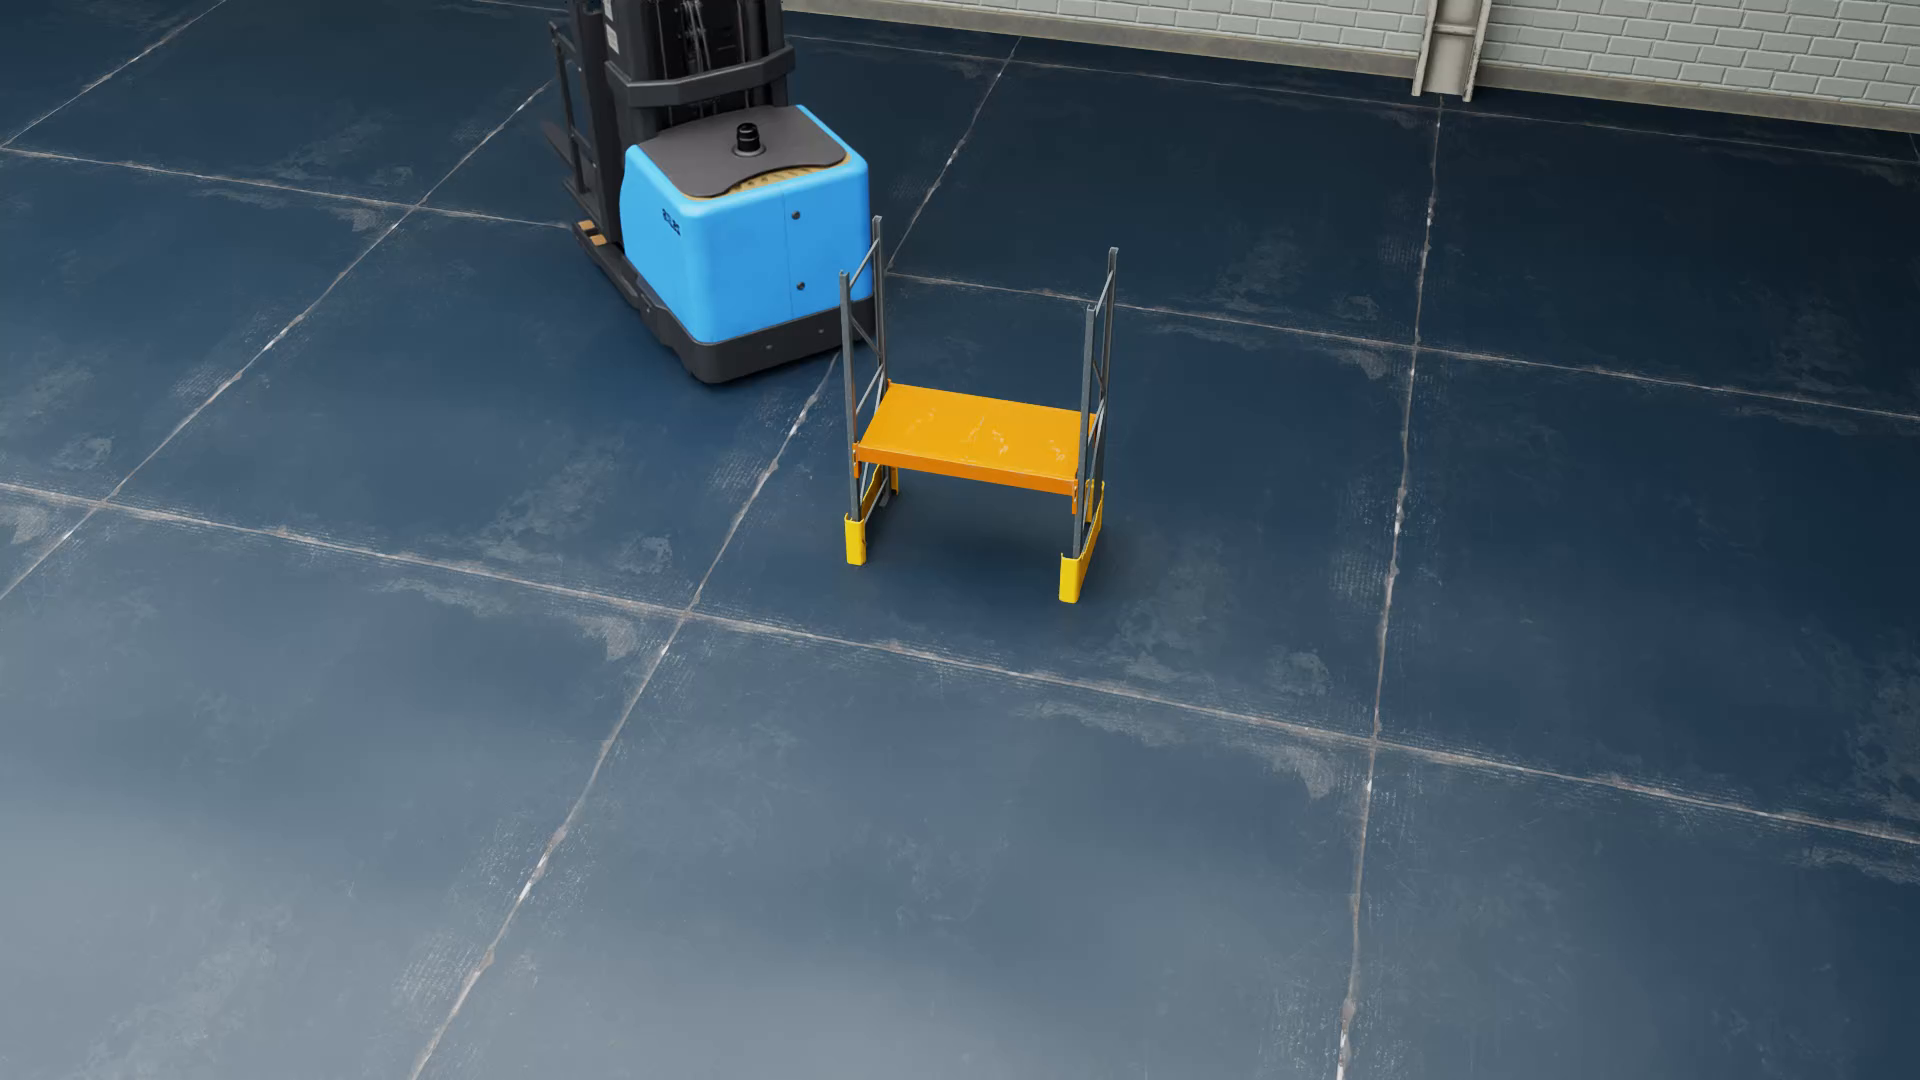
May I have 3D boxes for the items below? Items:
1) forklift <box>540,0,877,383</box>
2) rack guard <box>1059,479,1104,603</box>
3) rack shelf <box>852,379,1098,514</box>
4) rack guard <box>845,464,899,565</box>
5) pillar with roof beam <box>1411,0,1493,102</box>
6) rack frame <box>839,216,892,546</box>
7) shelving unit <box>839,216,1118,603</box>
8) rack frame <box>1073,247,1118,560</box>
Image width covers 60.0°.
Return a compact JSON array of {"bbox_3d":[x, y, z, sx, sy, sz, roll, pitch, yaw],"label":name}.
[{"bbox_3d":[-1.621,-2.864,8.881,1.130,2.935,3.031,-20,44,-23],"label":"forklift"},{"bbox_3d":[0.555,0.000,7.556,0.087,0.250,0.587,10,41,11],"label":"rack guard"},{"bbox_3d":[0.082,-0.422,7.366,1.000,0.185,0.538,10,41,11],"label":"rack shelf"},{"bbox_3d":[-0.407,-0.166,7.753,0.087,0.250,0.587,10,41,11],"label":"rack guard"},{"bbox_3d":[2.207,-3.875,5.367,0.400,9.000,9.100,10,41,11],"label":"pillar with roof beam"},{"bbox_3d":[-0.409,-0.645,7.351,0.032,1.500,0.500,10,41,11],"label":"rack frame"},{"bbox_3d":[0.074,-0.562,7.253,1.083,1.500,0.587,10,41,11],"label":"shelving unit"},{"bbox_3d":[0.573,-0.476,7.150,0.032,1.500,0.500,10,41,11],"label":"rack frame"}]
